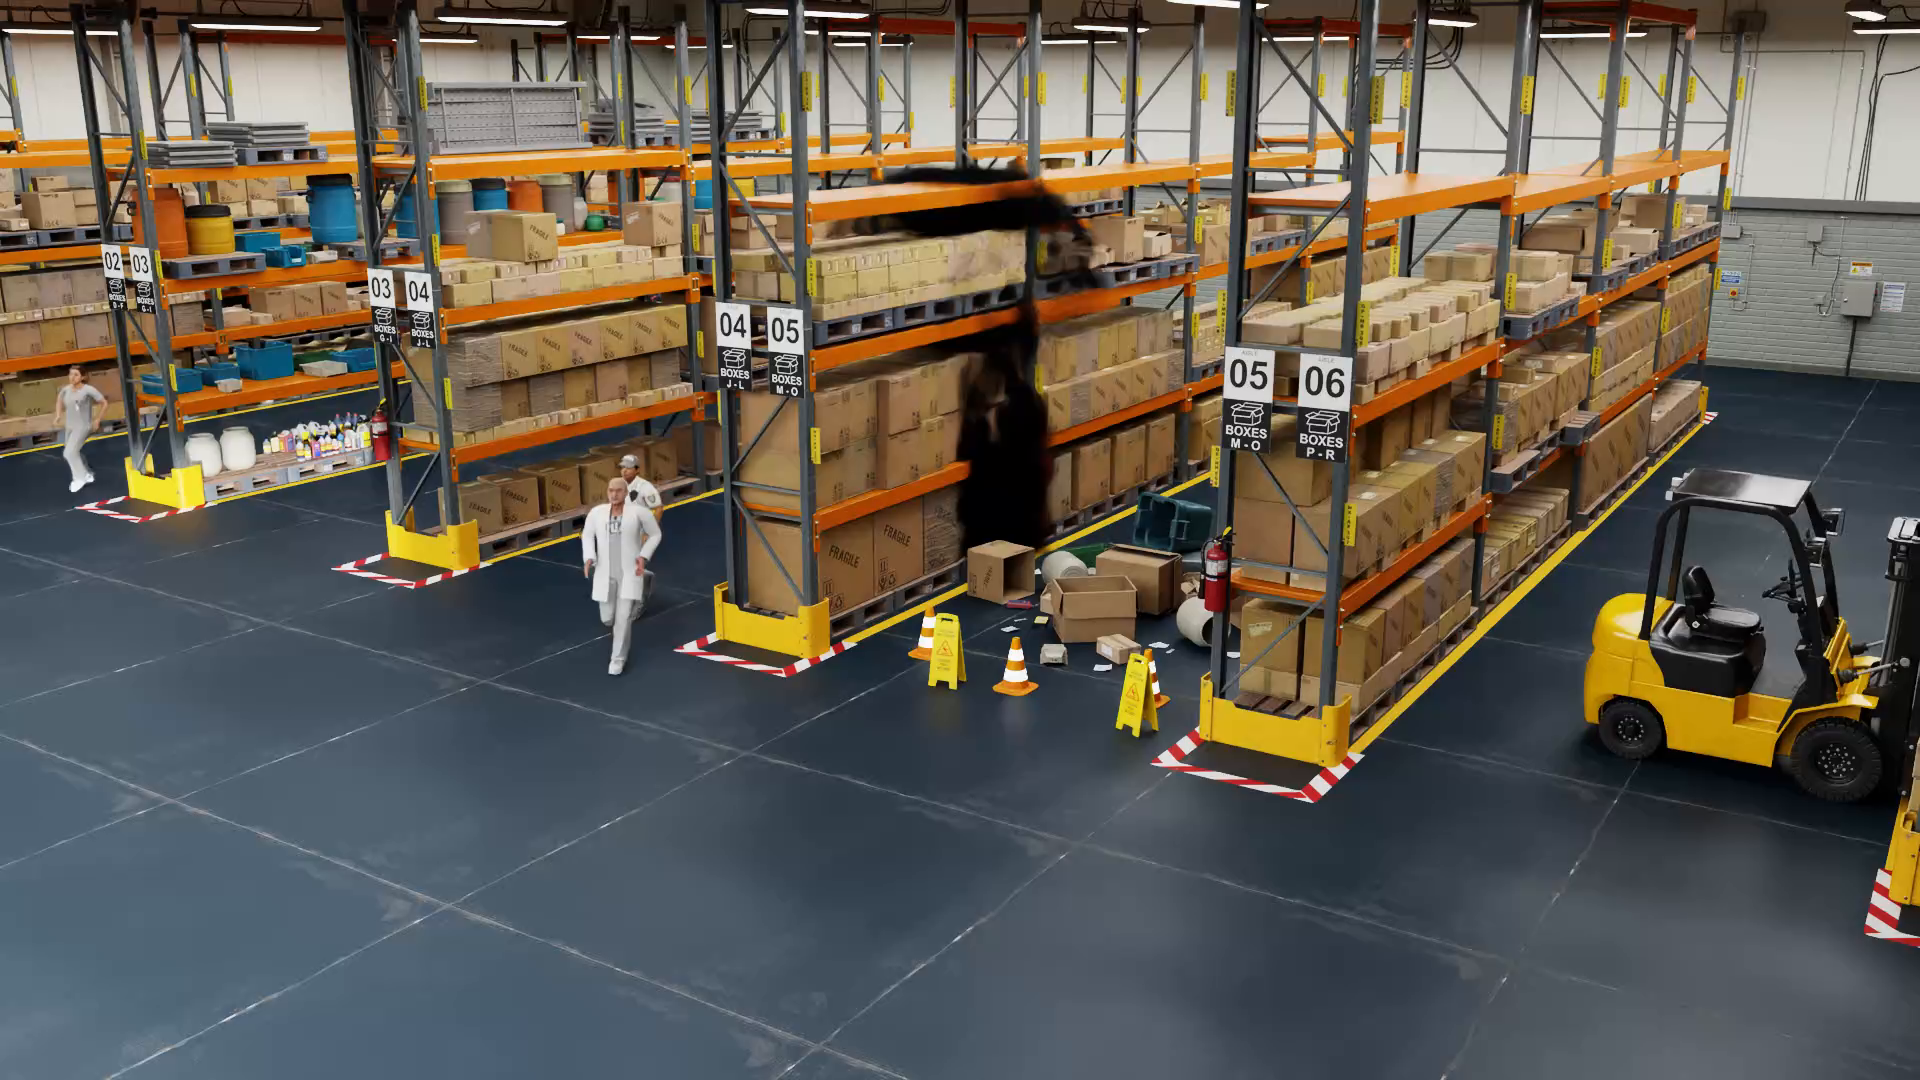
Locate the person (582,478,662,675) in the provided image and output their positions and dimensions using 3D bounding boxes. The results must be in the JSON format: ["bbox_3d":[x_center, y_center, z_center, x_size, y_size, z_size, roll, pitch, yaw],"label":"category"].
[{"bbox_3d":[-3.049,0.286,14.998,0.720,1.743,0.790,0,16,1],"label":"person"}]

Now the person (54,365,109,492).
[{"bbox_3d":[-11.288,-1.436,21.335,0.625,1.636,0.638,4,16,13],"label":"person"}]

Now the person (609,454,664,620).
[{"bbox_3d":[-3.207,-0.047,16.408,0.638,1.639,0.532,10,19,33],"label":"person"}]
